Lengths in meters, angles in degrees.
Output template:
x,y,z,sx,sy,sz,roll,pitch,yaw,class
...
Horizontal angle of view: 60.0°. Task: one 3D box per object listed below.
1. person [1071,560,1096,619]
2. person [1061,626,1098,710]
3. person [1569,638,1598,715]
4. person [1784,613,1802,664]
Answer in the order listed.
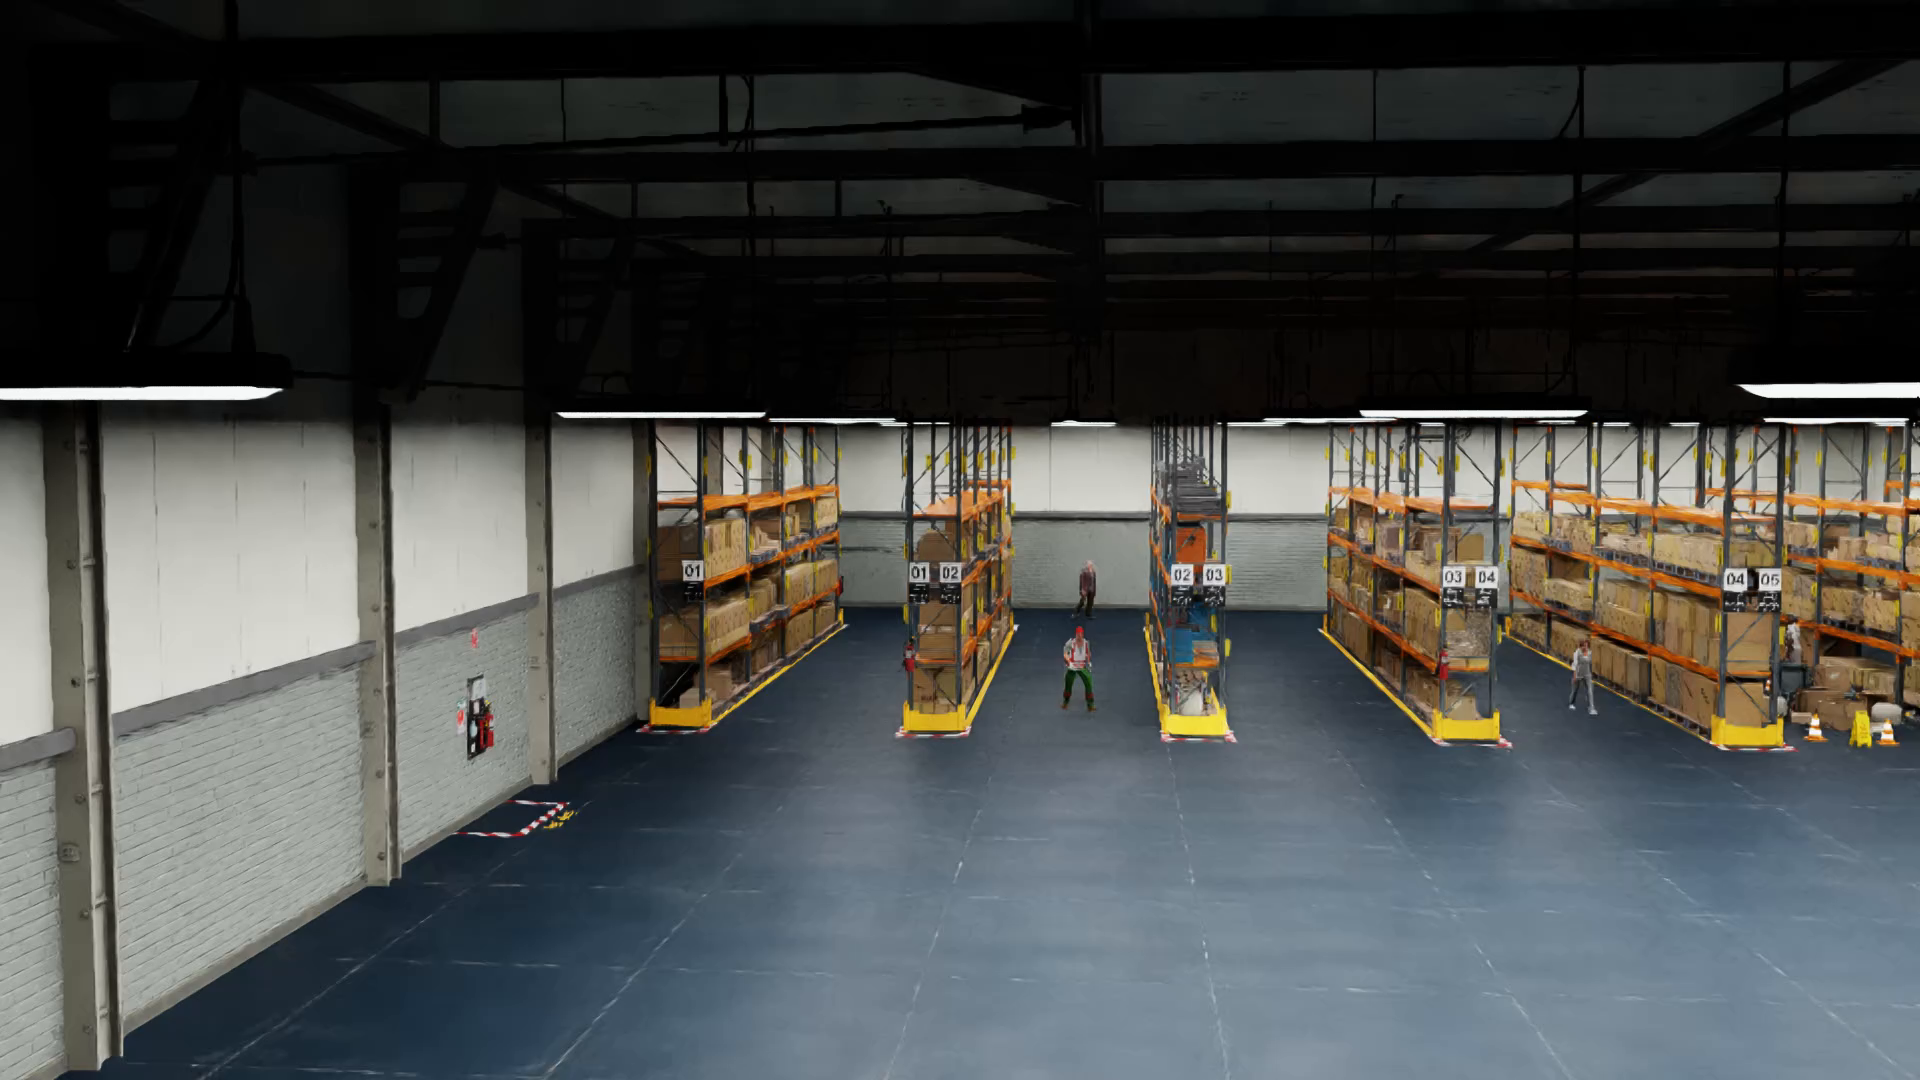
x,y,z,sx,sy,sz,roll,pitch,yaw,class
3.729,1.477,49.978,0.778,1.770,0.502,-3,5,-34,person
2.396,2.584,33.729,0.673,1.716,0.838,-1,4,-11,person
12.460,2.705,33.313,0.417,1.514,1.039,0,4,3,person
18.210,2.426,36.432,0.556,1.662,0.588,2,4,31,person
